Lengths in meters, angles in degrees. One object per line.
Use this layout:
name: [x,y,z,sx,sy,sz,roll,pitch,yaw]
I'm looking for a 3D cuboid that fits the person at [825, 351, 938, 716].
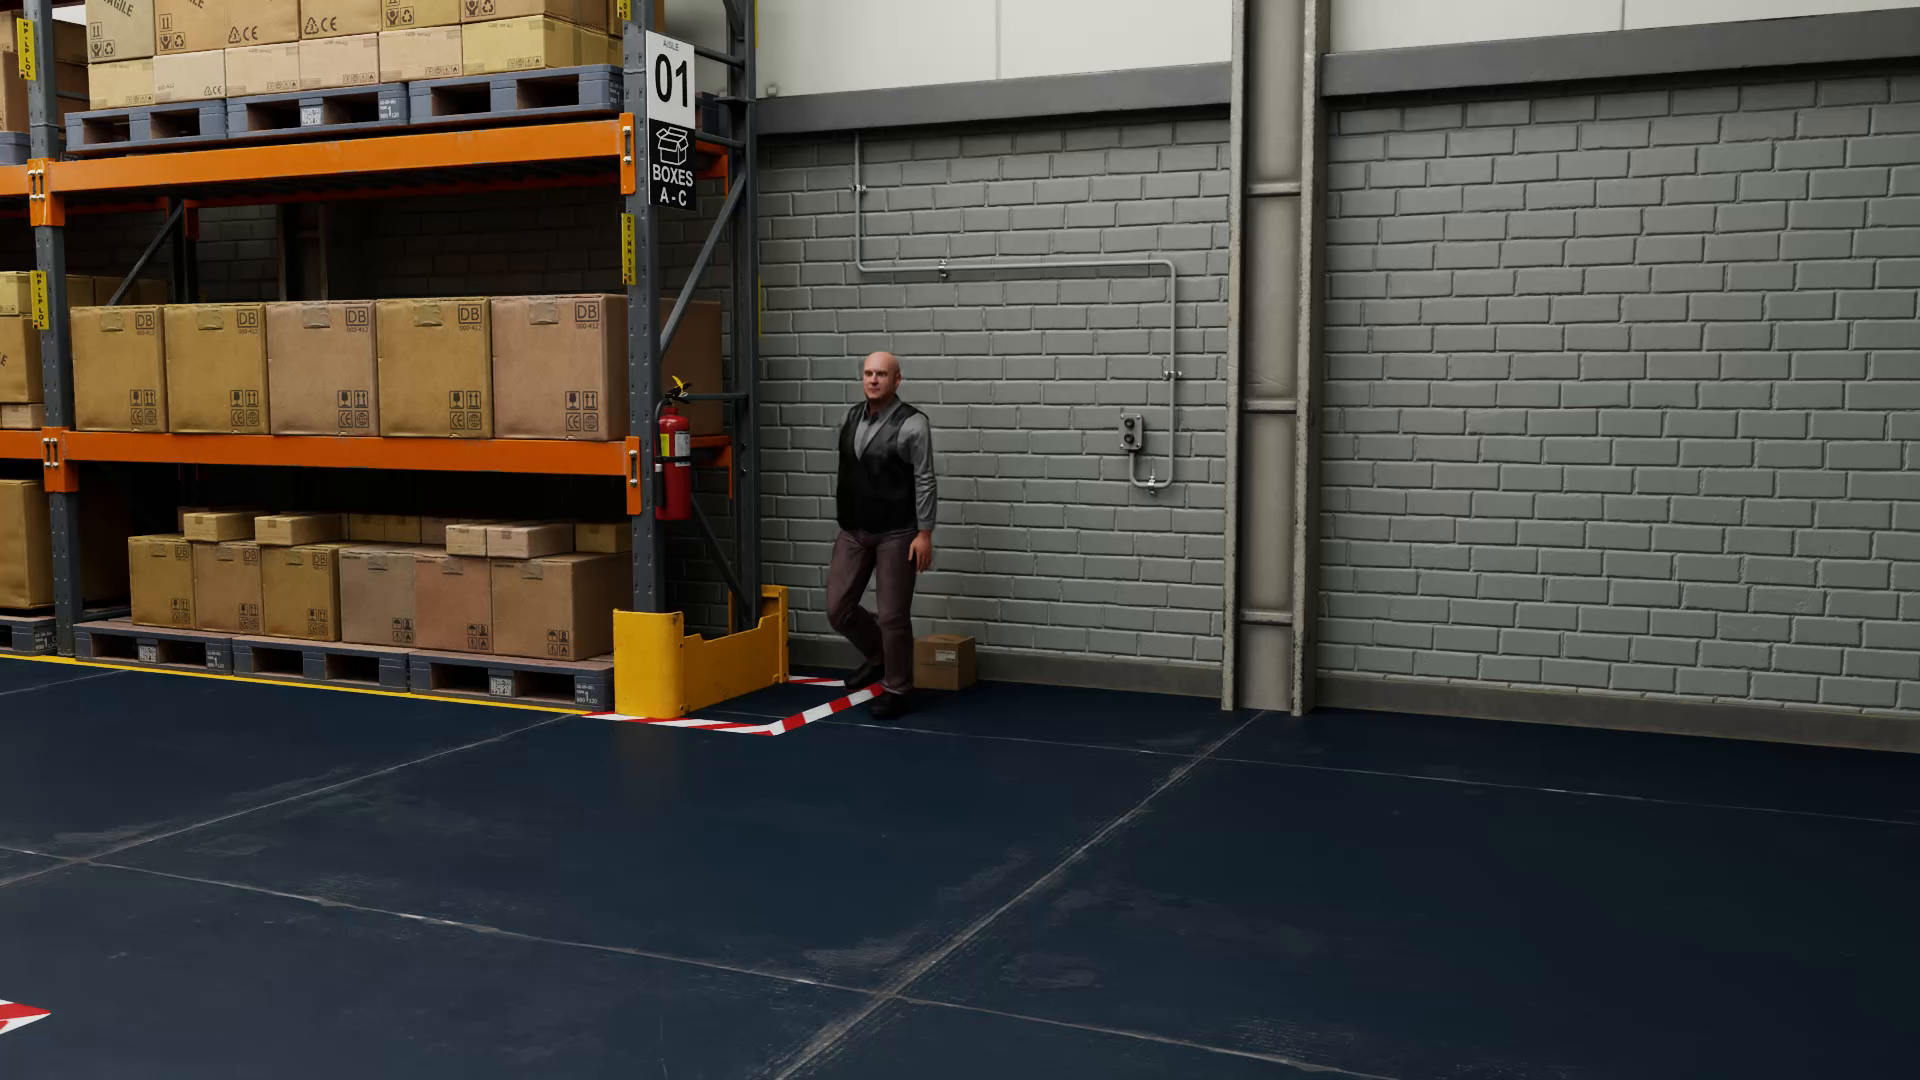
person: [-0.341,-0.029,7.862,0.583,1.712,0.488,3,6,31]
